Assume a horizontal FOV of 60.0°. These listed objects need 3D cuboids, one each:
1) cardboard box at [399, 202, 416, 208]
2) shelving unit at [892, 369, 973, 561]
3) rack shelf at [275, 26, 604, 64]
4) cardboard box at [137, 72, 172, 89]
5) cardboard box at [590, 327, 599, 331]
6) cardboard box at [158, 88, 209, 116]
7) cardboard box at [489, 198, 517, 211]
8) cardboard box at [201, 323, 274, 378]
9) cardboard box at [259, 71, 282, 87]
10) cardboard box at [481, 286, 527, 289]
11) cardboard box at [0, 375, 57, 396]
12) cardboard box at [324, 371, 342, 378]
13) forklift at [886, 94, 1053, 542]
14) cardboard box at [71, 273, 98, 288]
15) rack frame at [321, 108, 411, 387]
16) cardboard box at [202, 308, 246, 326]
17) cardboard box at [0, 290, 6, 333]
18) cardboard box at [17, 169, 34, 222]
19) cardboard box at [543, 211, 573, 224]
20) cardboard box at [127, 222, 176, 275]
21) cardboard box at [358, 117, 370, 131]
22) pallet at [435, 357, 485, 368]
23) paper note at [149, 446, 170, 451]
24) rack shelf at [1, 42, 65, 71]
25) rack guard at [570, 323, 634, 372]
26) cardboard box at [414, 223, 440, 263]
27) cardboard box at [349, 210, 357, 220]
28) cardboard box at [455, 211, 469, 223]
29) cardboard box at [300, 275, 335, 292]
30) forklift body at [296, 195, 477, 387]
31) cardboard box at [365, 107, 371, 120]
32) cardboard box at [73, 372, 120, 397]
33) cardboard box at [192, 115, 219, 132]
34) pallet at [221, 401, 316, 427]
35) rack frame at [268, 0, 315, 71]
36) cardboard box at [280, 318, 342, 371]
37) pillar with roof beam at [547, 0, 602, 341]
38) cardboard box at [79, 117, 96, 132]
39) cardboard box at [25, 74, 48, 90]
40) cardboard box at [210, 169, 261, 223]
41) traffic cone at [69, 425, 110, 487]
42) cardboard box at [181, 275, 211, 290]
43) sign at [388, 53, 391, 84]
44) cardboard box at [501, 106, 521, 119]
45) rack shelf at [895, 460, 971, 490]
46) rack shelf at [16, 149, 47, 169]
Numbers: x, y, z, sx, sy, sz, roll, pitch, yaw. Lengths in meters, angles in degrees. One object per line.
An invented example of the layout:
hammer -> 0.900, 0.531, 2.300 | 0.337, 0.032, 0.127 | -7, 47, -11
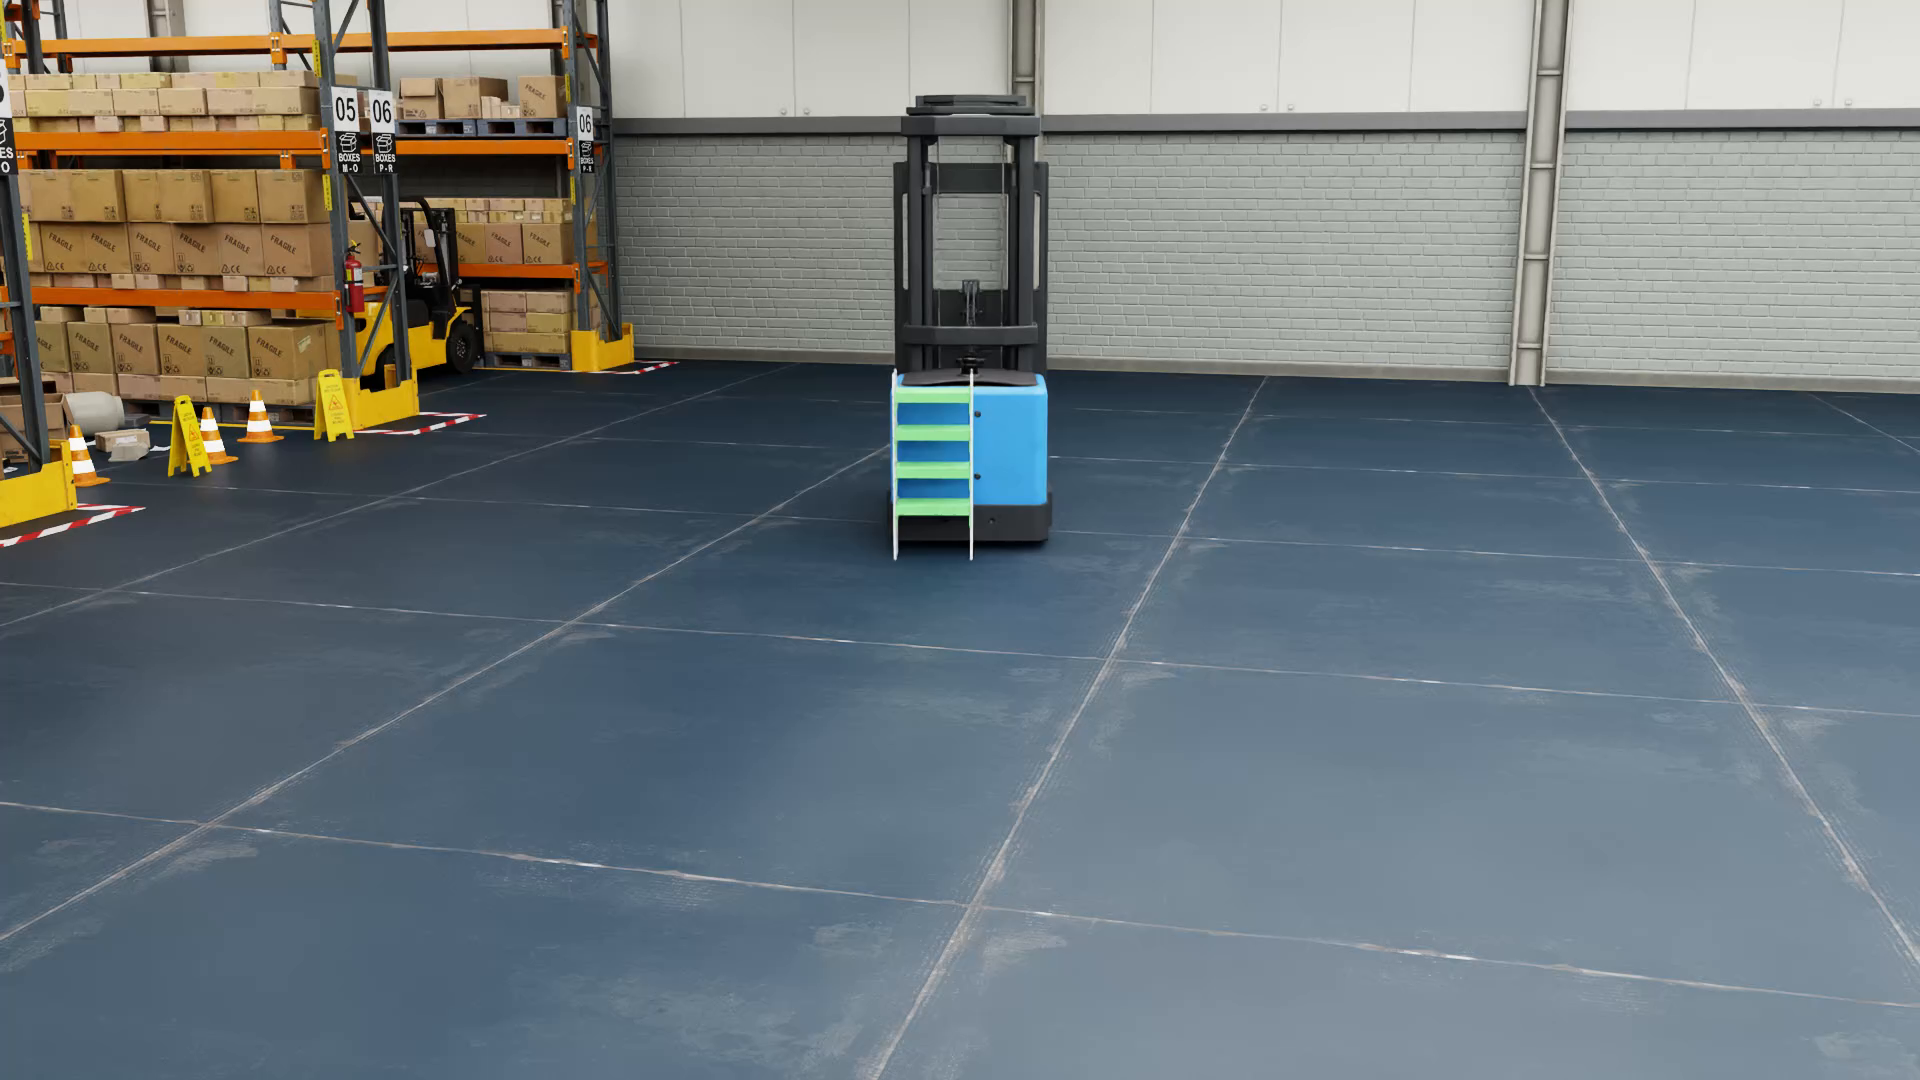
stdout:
cardboard box -> -6.946, -4.274, 21.159 | 0.250, 0.149, 0.380 | 3, 13, 13
shelving unit -> -0.170, -0.478, 10.619 | 0.503, 1.200, 0.258 | 0, 13, 1
rack shelf -> -6.512, -6.171, 20.858 | 4.000, 0.370, 1.077 | 3, 13, 14
cardboard box -> -7.652, -4.400, 15.955 | 0.250, 0.149, 0.380 | 3, 13, 15
cardboard box -> -5.000, -2.615, 21.471 | 0.500, 0.250, 0.500 | 3, 13, 14
cardboard box -> -7.310, -4.200, 15.972 | 0.500, 0.250, 0.500 | 3, 13, 15
cardboard box -> -5.700, -4.213, 20.882 | 0.250, 0.149, 0.380 | 3, 13, 14
cardboard box -> -7.104, -1.883, 16.444 | 0.500, 0.500, 0.500 | 4, 13, 16
cardboard box -> -6.396, -4.349, 15.725 | 0.250, 0.149, 0.380 | 3, 13, 15
cardboard box -> -5.960, -3.154, 21.595 | 0.500, 0.250, 0.500 | 3, 13, 13
cardboard box -> -8.925, -1.288, 15.879 | 0.500, 0.500, 0.500 | -9, 15, -35
cardboard box -> -6.473, -1.604, 16.916 | 0.500, 0.250, 0.500 | 3, 13, 13
forklift -> 0.082, -1.683, 12.051 | 1.130, 2.935, 3.031 | 0, 13, 1
cardboard box -> -8.656, -2.613, 16.664 | 0.250, 0.149, 0.380 | 3, 13, 15
rack frame -> -5.756, -2.641, 16.213 | 0.127, 3.000, 1.000 | 3, 13, 14
cardboard box -> -7.212, -2.192, 16.338 | 0.250, 0.149, 0.380 | 3, 13, 14
cardboard box -> -7.215, -1.678, 11.526 | 0.550, 0.550, 0.875 | 3, 13, 14
cardboard box -> -9.264, -3.463, 16.689 | 0.500, 0.500, 0.700 | 3, 13, 13
cardboard box -> -4.974, -4.010, 20.653 | 0.250, 0.149, 0.380 | 3, 13, 14
cardboard box -> -7.806, -2.889, 16.414 | 0.500, 0.500, 0.500 | 3, 13, 14
cardboard box -> -6.000, -4.069, 16.301 | 0.250, 0.149, 0.380 | 3, 13, 14
pallet -> -6.503, -2.419, 21.647 | 1.213, 0.211, 1.003 | 3, 13, 14
paper note -> -7.150, -0.822, 14.869 | 0.142, 0.019, 0.148 | -1, 13, -6
rack shelf -> -14.279, -6.587, 22.729 | 4.000, 0.370, 1.077 | 3, 13, 14
rack guard -> -4.547, -2.464, 21.184 | 0.348, 0.500, 1.175 | 3, 13, 14
cardboard box -> -6.601, -3.784, 21.131 | 0.500, 0.500, 0.500 | 3, 13, 14
cardboard box -> -7.696, -4.166, 21.356 | 0.250, 0.149, 0.380 | 3, 13, 13
cardboard box -> -6.225, -4.071, 20.930 | 0.250, 0.149, 0.380 | 3, 13, 14
cardboard box -> -6.170, -2.493, 16.125 | 0.250, 0.149, 0.380 | 4, 13, 15
forklift body -> -6.848, -2.986, 19.725 | 1.214, 2.155, 2.313 | 3, 13, 14
cardboard box -> -7.345, -5.361, 20.928 | 0.250, 0.149, 0.380 | 3, 13, 15
cardboard box -> -8.610, -1.599, 16.893 | 0.500, 0.250, 0.500 | 4, 13, 17
cardboard box -> -7.152, -4.000, 15.991 | 0.250, 0.149, 0.380 | 3, 13, 13
pallet -> -6.610, -1.333, 16.757 | 1.213, 0.211, 1.003 | 3, 13, 14
rack frame -> -8.454, -6.822, 21.205 | 0.127, 3.000, 1.000 | 3, 13, 14
cardboard box -> -6.496, -1.971, 16.840 | 0.500, 0.500, 0.500 | 3, 13, 12
pillar with roof beam -> -6.062, -5.934, 17.206 | 0.400, 9.000, 9.100 | 3, 13, 14
cardboard box -> -8.397, -4.070, 16.309 | 0.250, 0.149, 0.380 | 3, 13, 12
cardboard box -> -8.898, -4.472, 16.278 | 0.250, 0.149, 0.380 | 3, 13, 12
cardboard box -> -6.794, -3.332, 16.100 | 0.500, 0.500, 0.700 | 3, 13, 14
traffic cone -> -7.019, -0.683, 13.243 | 0.334, 0.463, 0.336 | 3, 13, 14
cardboard box -> -7.429, -2.545, 16.358 | 0.250, 0.149, 0.380 | 3, 13, 13
sign -> -5.626, -4.646, 16.308 | 0.005, 0.325, 0.100 | 3, 13, 14
cardboard box -> -5.447, -5.260, 20.471 | 0.250, 0.149, 0.380 | 3, 13, 12
rack shelf -> -0.170, -0.416, 10.632 | 0.480, 0.148, 0.258 | 0, 13, 1
rack shelf -> -11.581, -4.066, 17.370 | 4.000, 0.370, 1.077 | 3, 13, 14
